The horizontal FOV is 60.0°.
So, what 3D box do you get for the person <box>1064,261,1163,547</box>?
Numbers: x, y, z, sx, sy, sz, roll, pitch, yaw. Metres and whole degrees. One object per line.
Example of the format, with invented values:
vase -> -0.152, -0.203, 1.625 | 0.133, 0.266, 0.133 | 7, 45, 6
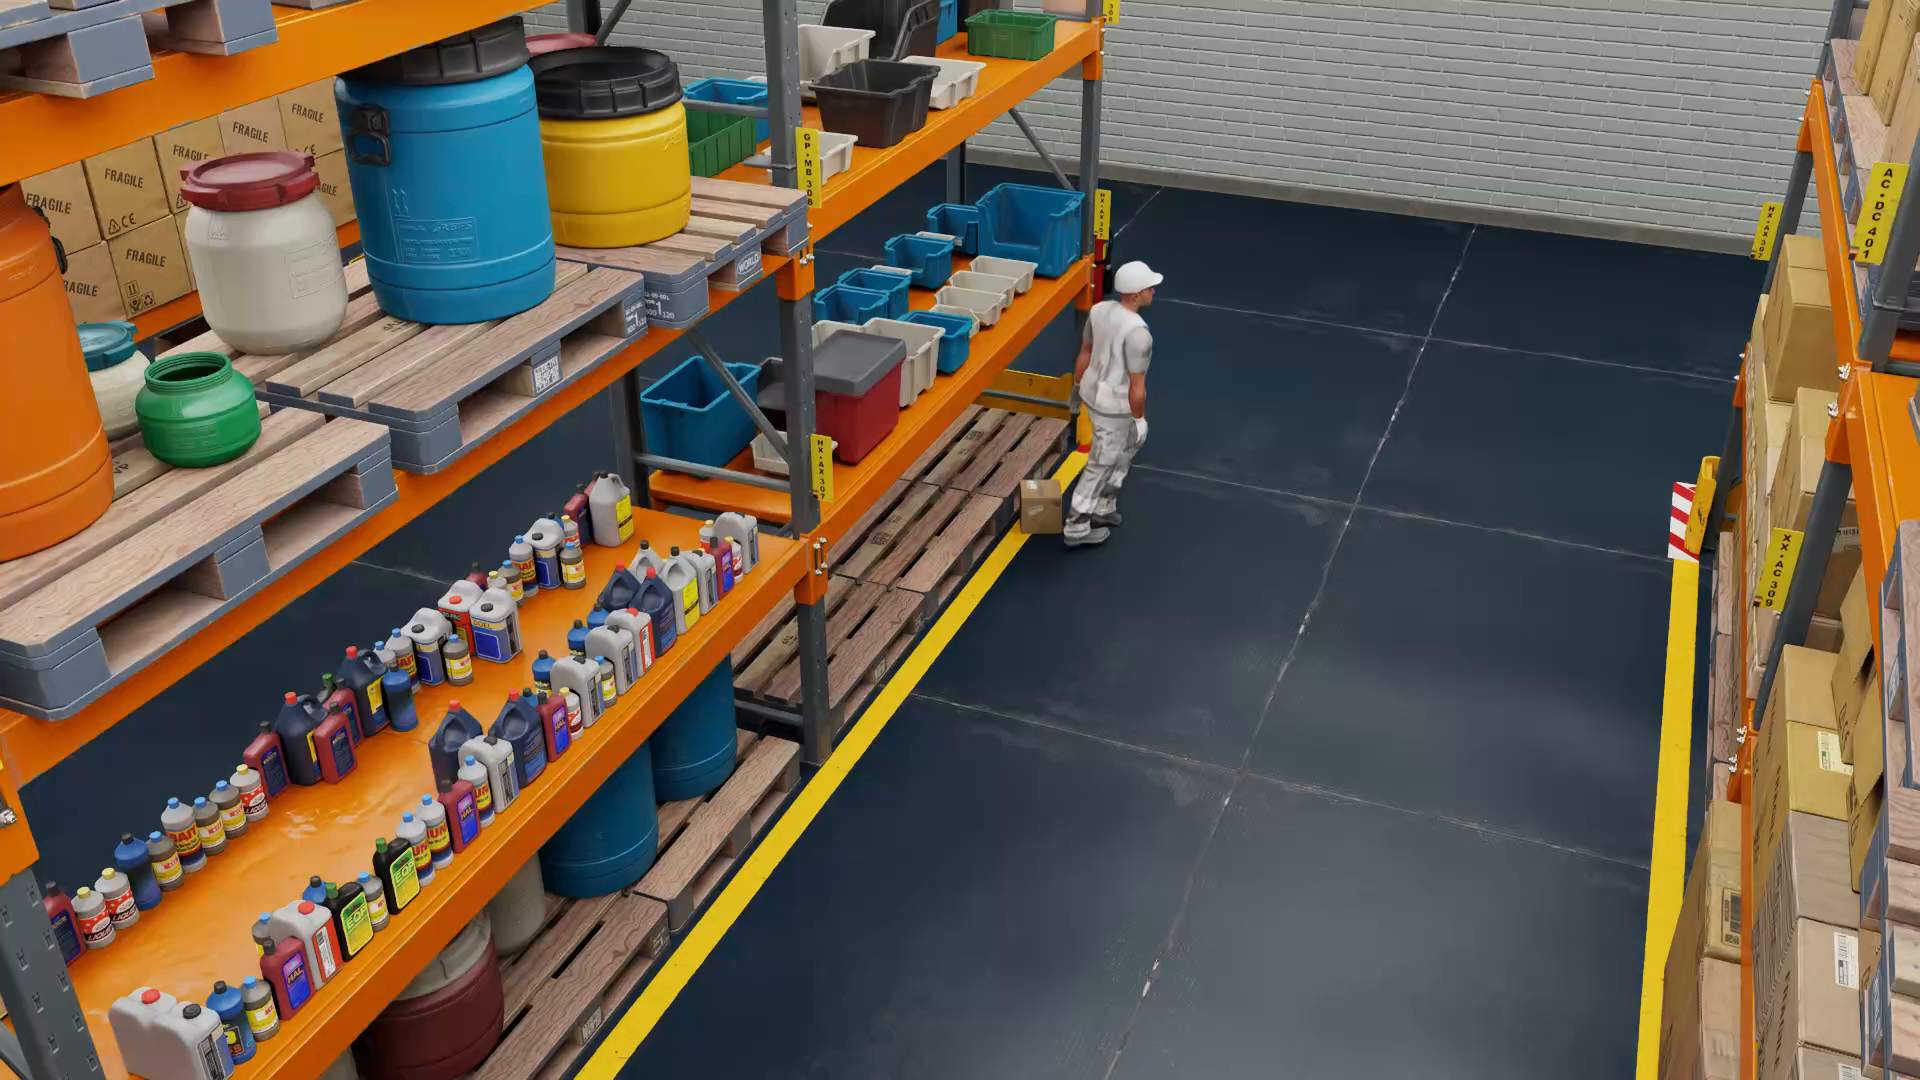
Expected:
person -> 0.880, -0.776, 9.736 | 0.544, 1.783, 0.578 | -10, 31, -18
